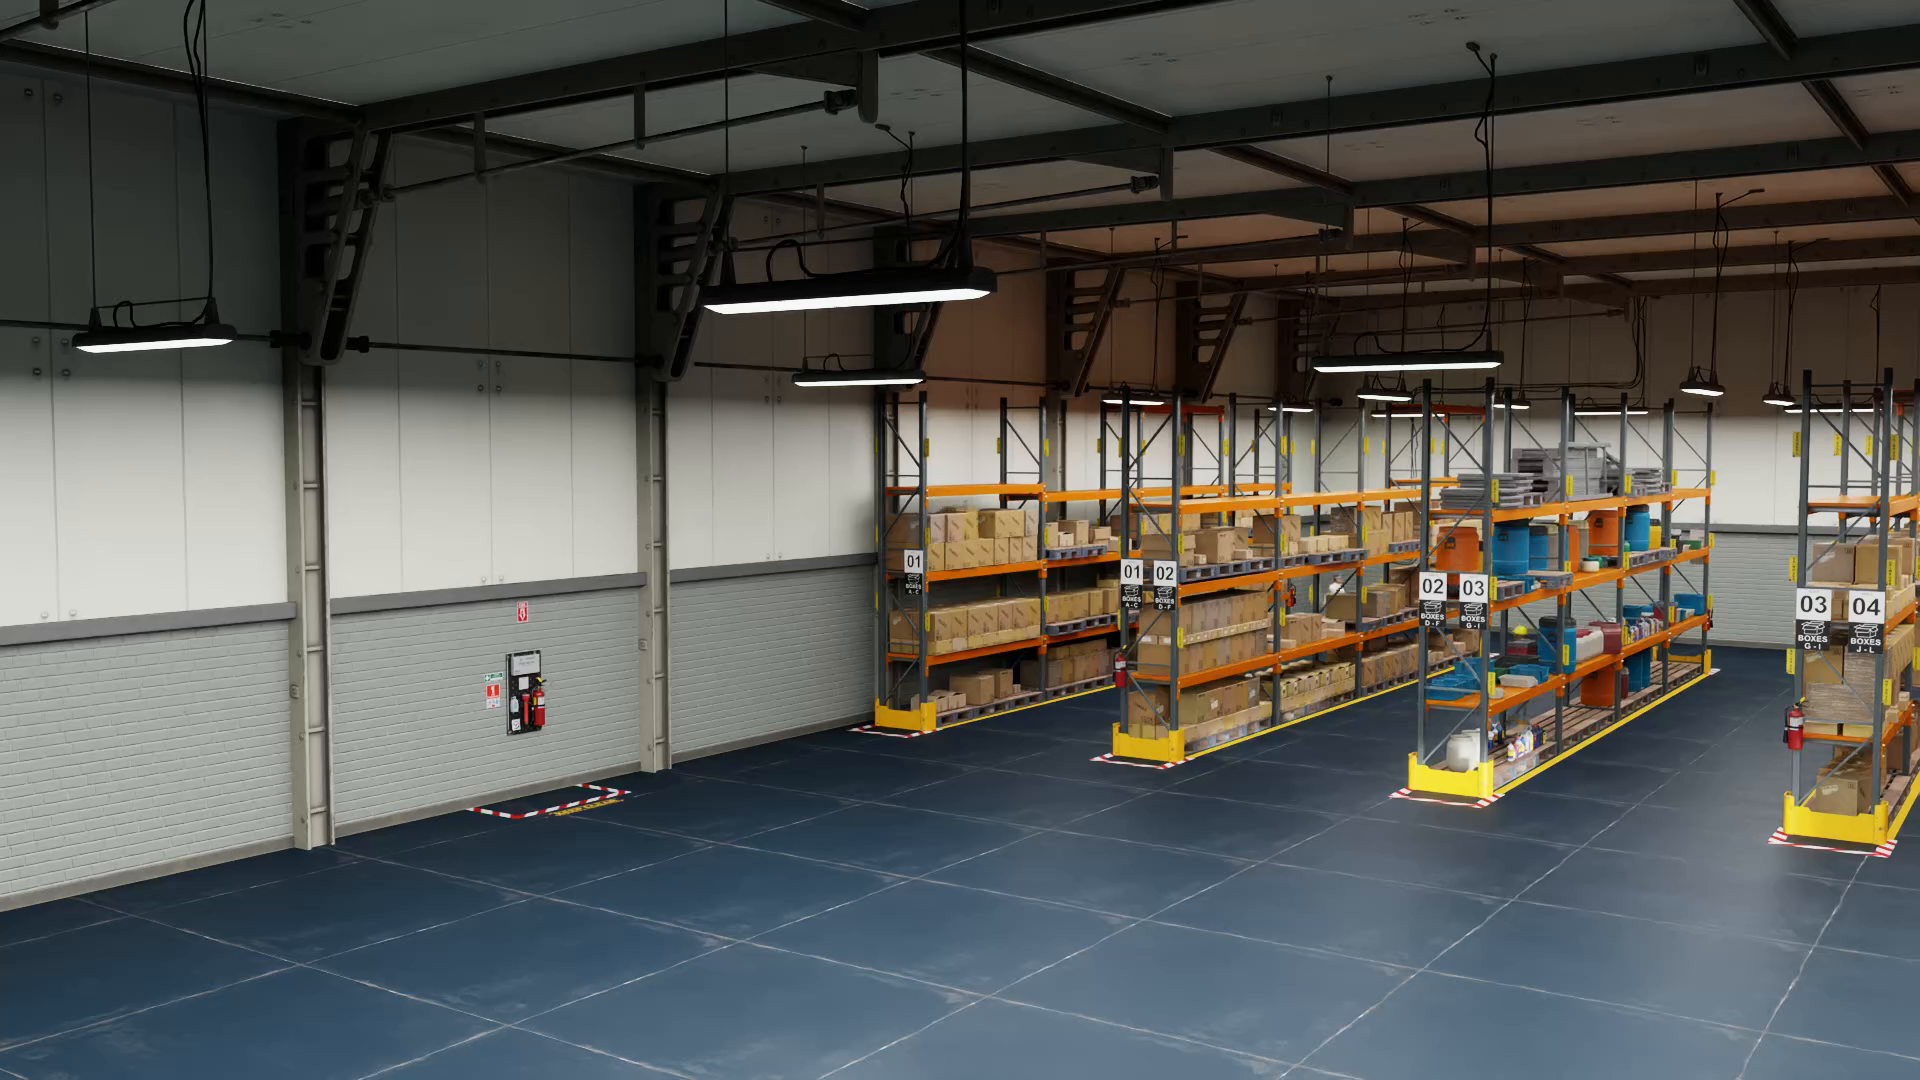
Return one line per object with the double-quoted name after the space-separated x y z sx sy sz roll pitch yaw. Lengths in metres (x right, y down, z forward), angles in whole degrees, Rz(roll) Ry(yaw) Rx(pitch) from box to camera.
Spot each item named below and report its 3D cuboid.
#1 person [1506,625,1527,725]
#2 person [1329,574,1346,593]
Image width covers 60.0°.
9.775 2.368 29.022 0.557 1.748 0.548 0 3 -2 "person"
9.949 1.729 43.872 0.534 1.693 0.404 -2 4 -36 "person"
